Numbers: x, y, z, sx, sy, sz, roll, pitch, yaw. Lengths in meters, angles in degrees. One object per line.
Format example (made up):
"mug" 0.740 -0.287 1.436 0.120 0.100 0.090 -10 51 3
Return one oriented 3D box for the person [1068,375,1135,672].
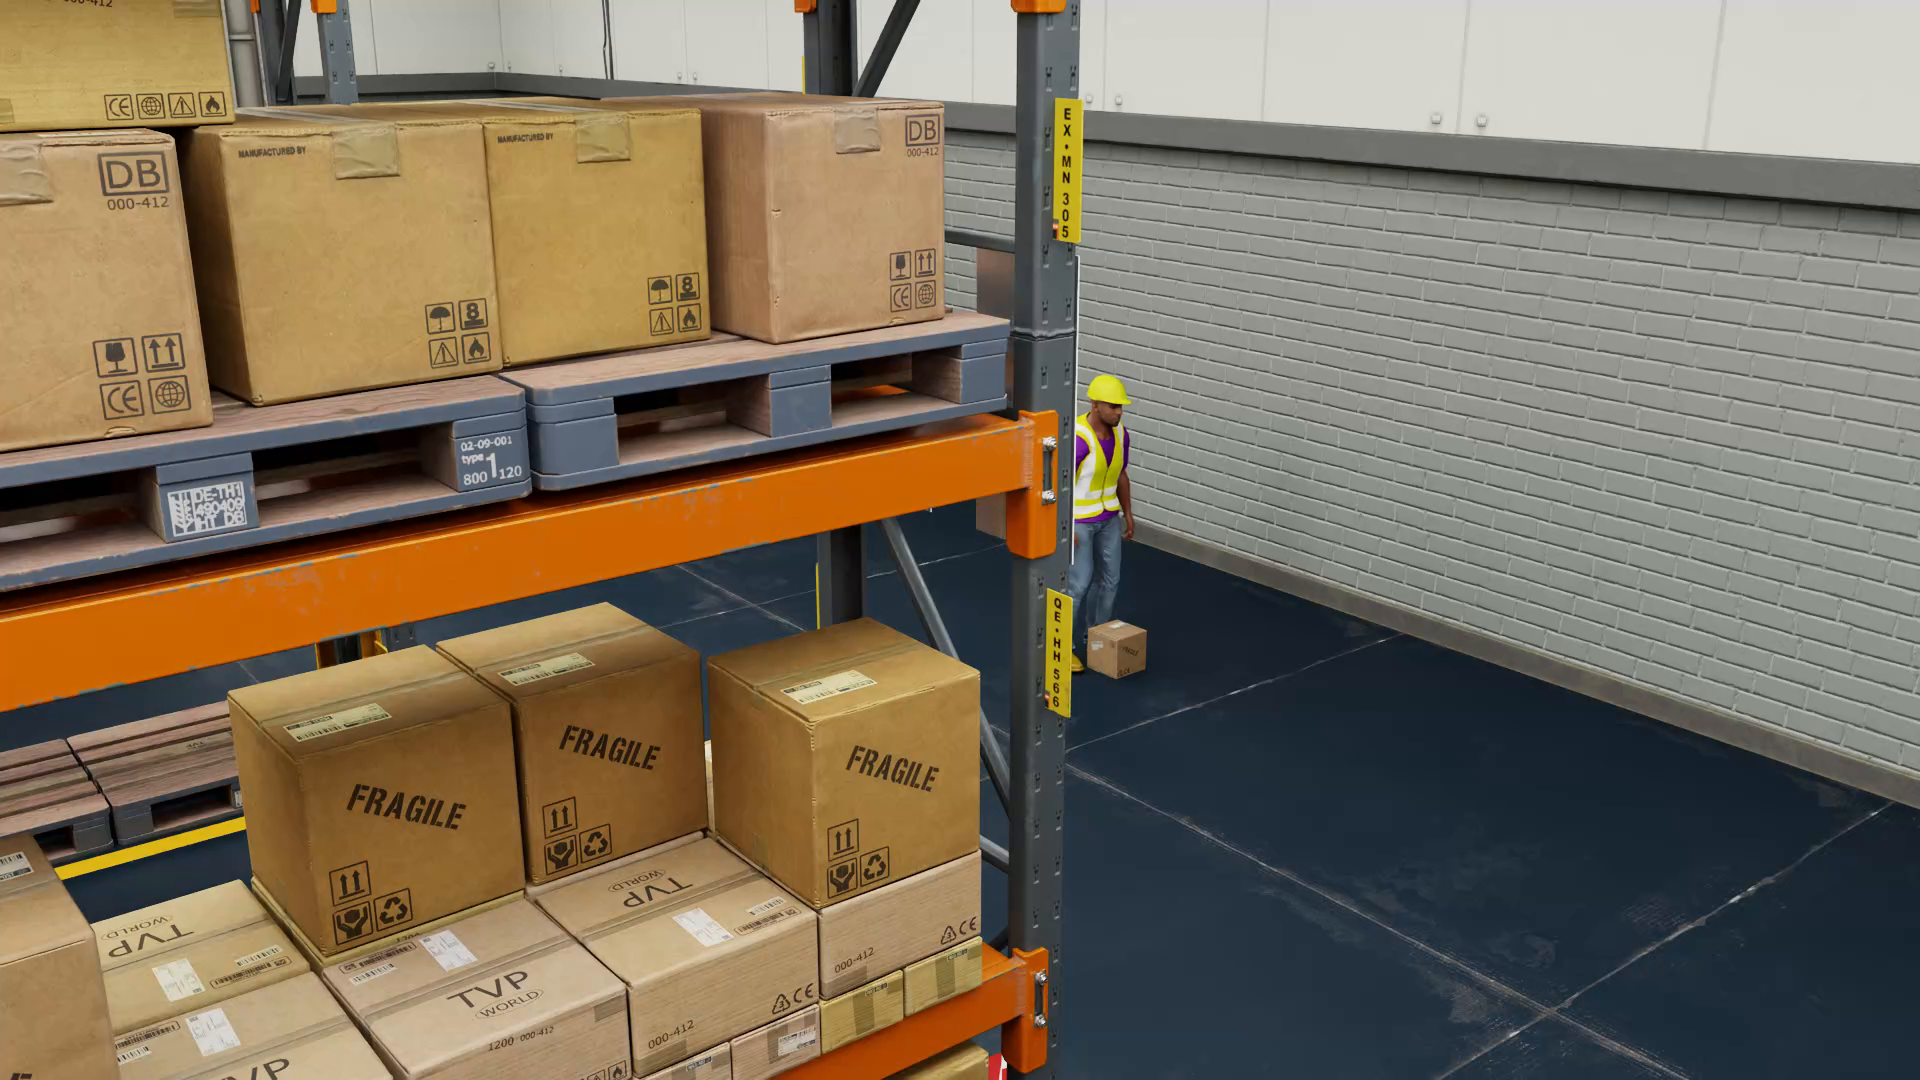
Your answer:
"person" 0.797 -0.120 9.900 0.636 1.761 0.454 -15 23 -39
